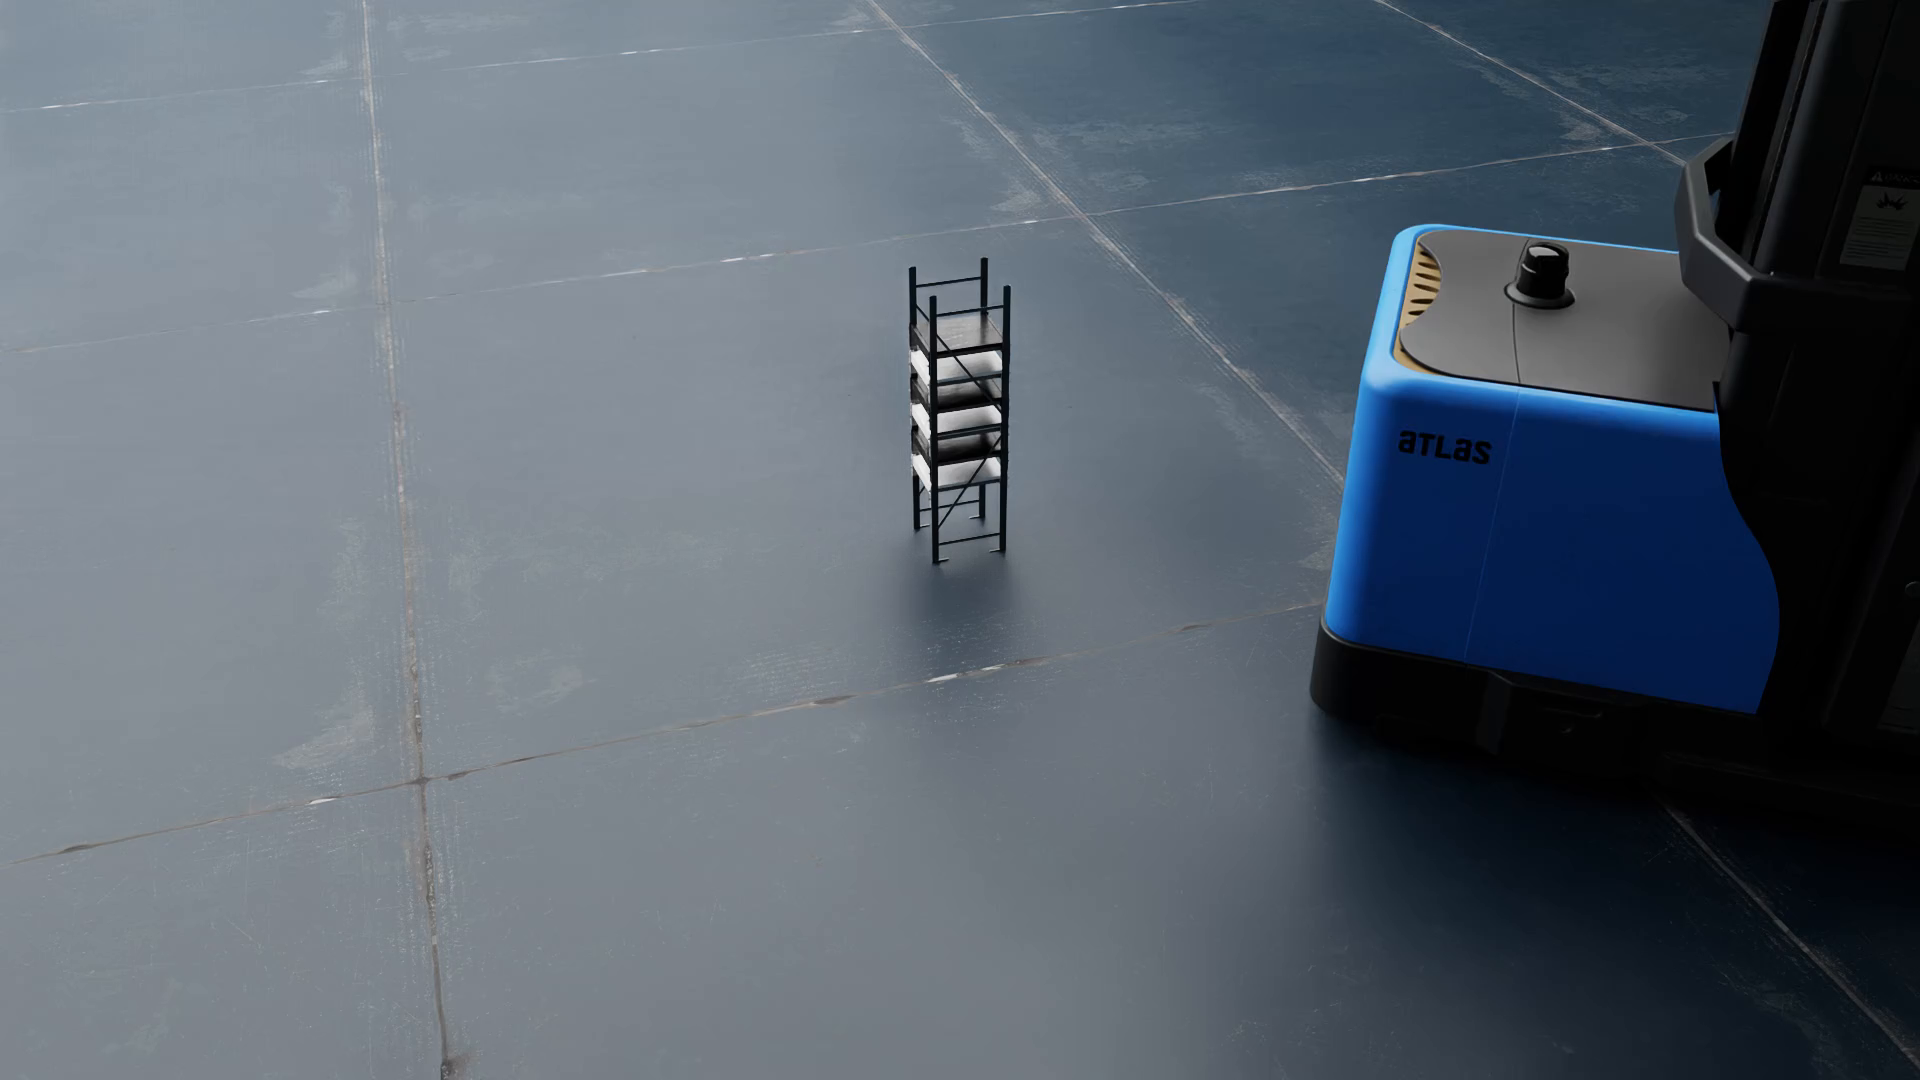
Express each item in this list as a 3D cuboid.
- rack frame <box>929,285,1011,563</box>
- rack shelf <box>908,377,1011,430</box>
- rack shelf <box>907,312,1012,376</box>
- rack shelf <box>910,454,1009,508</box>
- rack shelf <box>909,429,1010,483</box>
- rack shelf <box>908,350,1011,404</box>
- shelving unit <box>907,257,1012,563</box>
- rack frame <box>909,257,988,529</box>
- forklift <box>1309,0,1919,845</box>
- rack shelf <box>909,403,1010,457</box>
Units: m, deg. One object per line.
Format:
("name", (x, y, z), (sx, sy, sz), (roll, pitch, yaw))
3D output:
("rack frame", (0.029, -0.326, 4.928), (0.240, 0.900, 0.006), (-10, 35, -15))
("rack shelf", (-0.002, -0.427, 4.977), (0.258, 0.077, 0.200), (-10, 35, -15))
("rack shelf", (-0.002, -0.577, 4.878), (0.258, 0.077, 0.200), (-10, 35, -15))
("rack shelf", (-0.002, -0.202, 5.126), (0.258, 0.077, 0.200), (-10, 35, -15))
("rack shelf", (-0.002, -0.277, 5.076), (0.258, 0.077, 0.200), (-10, 35, -15))
("rack shelf", (-0.002, -0.502, 4.928), (0.258, 0.077, 0.200), (-10, 35, -15))
("shelving unit", (-0.002, -0.380, 5.008), (0.258, 0.900, 0.210), (-10, 35, -15))
("rack frame", (-0.033, -0.433, 5.089), (0.240, 0.900, 0.006), (-10, 35, -15))
("forklift", (2.520, -0.732, 3.699), (3.031, 2.935, 1.130), (10, 35, 14))
("rack shelf", (-0.002, -0.352, 5.027), (0.258, 0.077, 0.200), (-10, 35, -15))
